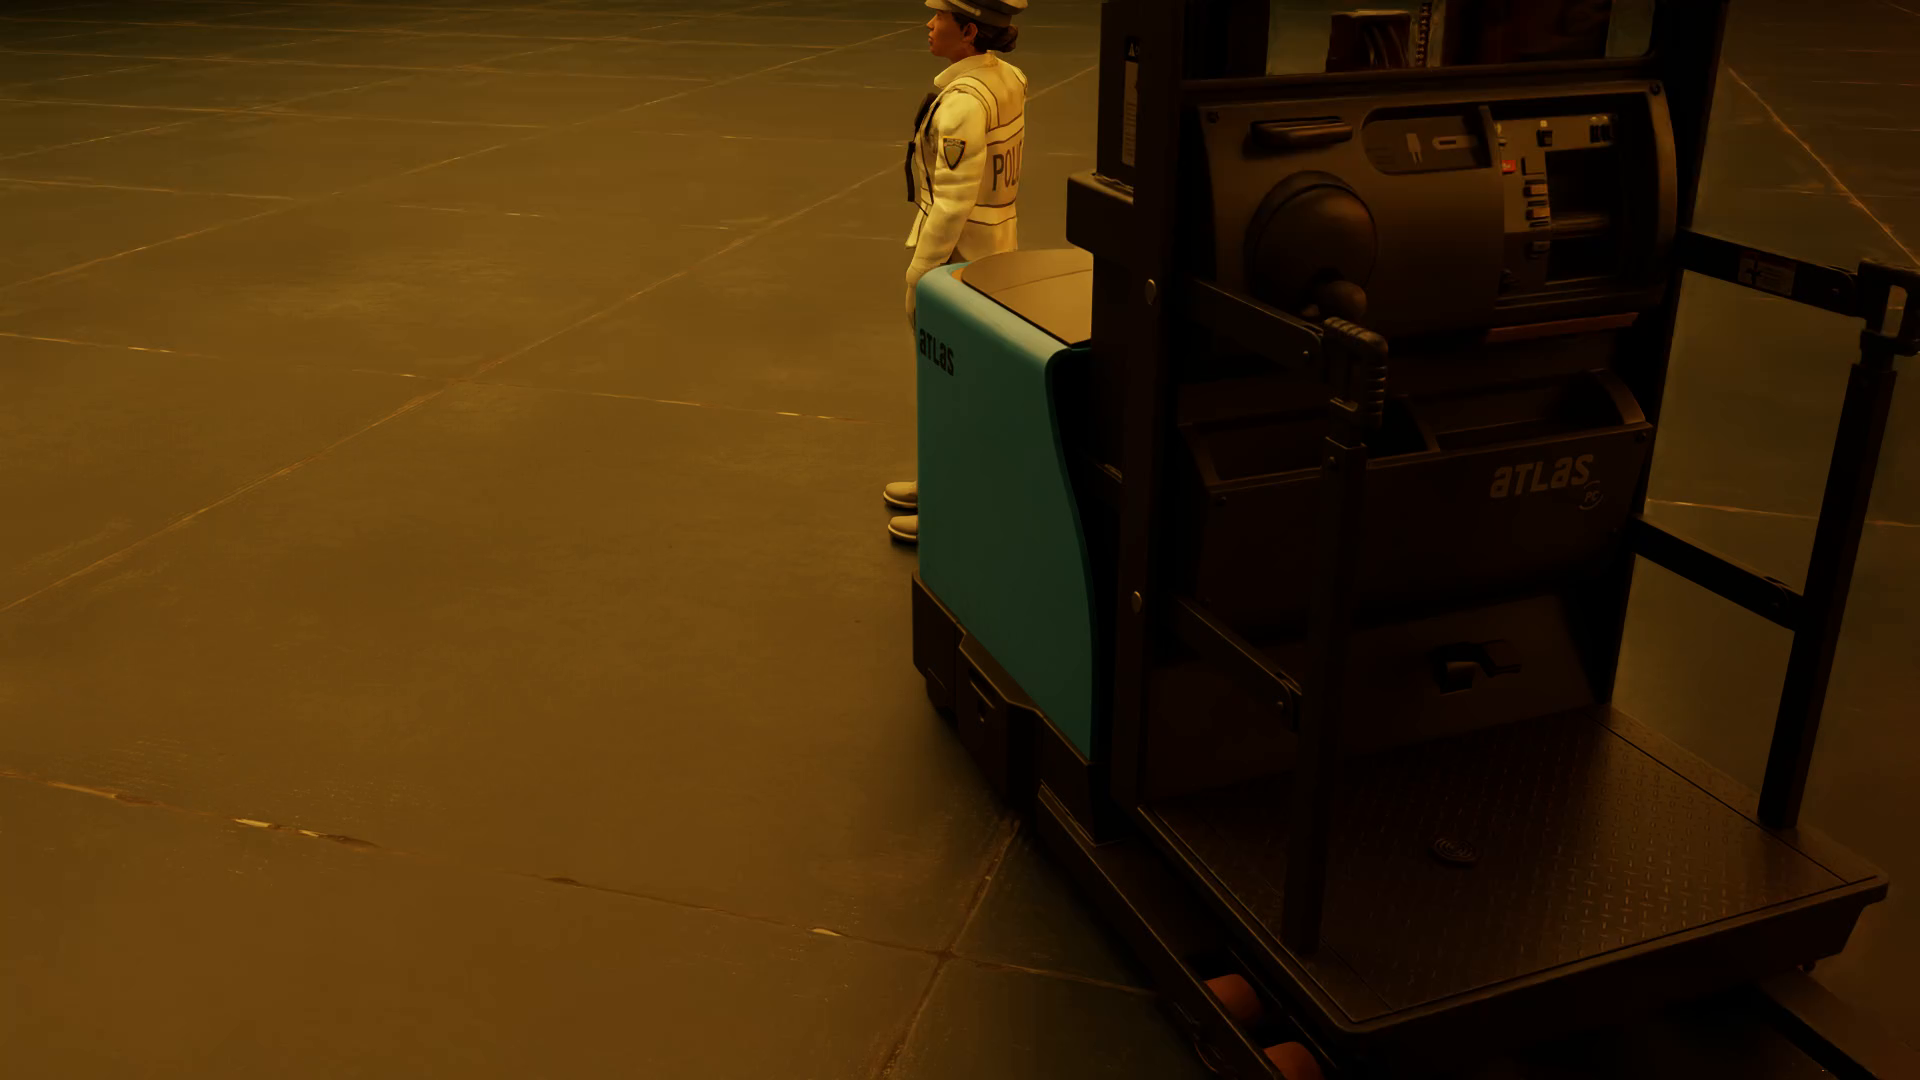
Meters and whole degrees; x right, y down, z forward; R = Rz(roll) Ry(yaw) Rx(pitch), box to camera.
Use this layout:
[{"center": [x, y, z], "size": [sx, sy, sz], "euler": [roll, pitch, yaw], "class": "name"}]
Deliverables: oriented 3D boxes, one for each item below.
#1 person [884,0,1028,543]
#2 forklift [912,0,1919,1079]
[{"center": [-0.064, -0.800, 4.819], "size": [0.529, 1.694, 0.587], "euler": [7, 23, 16], "class": "person"}, {"center": [0.896, -0.545, 2.600], "size": [1.130, 2.935, 3.031], "euler": [-9, 24, -20], "class": "forklift"}]
